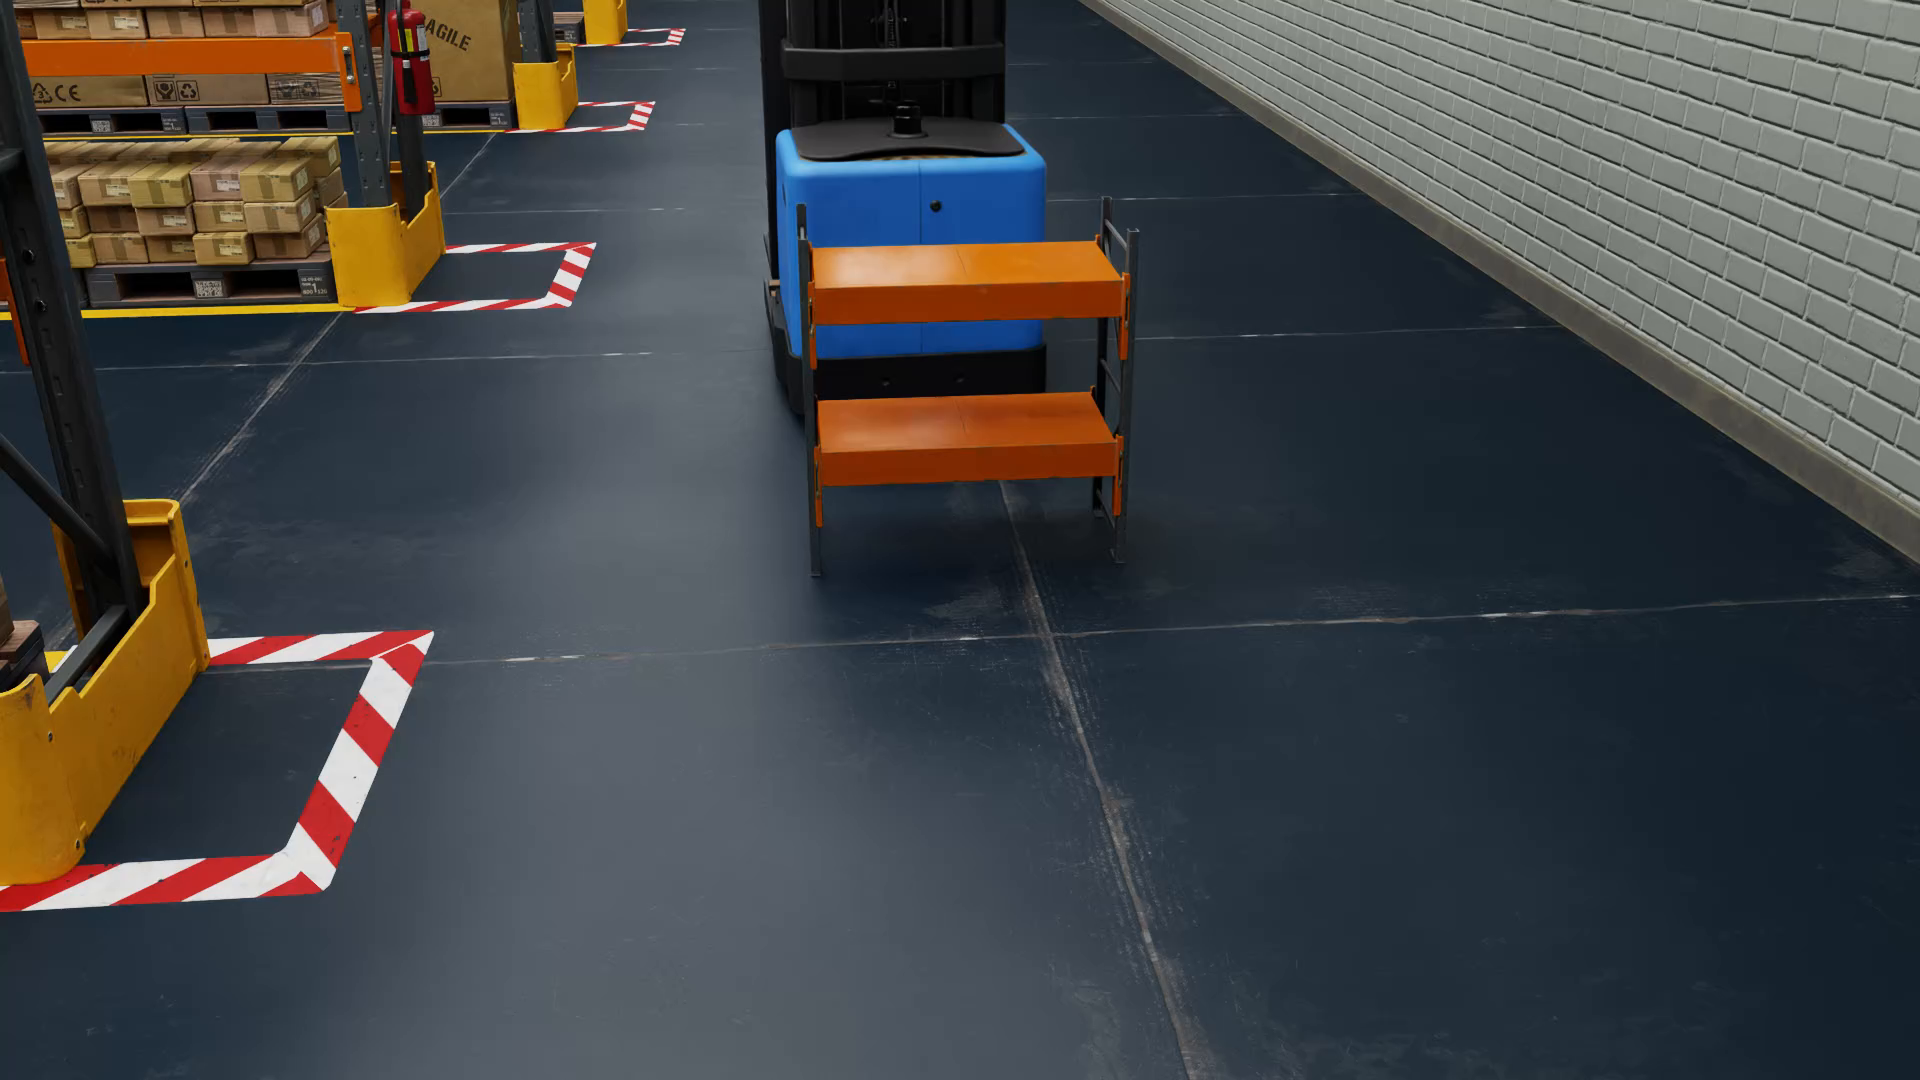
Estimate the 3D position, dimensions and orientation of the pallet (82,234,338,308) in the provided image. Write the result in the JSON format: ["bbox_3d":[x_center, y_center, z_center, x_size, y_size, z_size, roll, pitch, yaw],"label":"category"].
[{"bbox_3d":[-3.843,-1.491,8.846,1.213,0.211,1.003,-2,24,-5],"label":"pallet"}]

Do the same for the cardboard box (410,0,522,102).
[{"bbox_3d":[-3.971,-3.959,13.062,0.875,0.875,0.875,-2,24,-5],"label":"cardboard box"}]

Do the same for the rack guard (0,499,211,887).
[{"bbox_3d":[-2.344,0.351,4.344,0.348,0.500,1.175,-2,24,-5],"label":"rack guard"}]

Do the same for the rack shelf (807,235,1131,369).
[{"bbox_3d":[0.007,-0.782,5.403,1.000,0.278,0.538,-2,24,-5],"label":"rack shelf"}]

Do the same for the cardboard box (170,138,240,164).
[{"bbox_3d":[-4.036,-2.046,8.921,0.250,0.149,0.380,-2,24,-5],"label":"cardboard box"}]

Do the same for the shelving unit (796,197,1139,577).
[{"bbox_3d":[0.007,-0.514,5.522,1.048,1.125,0.538,-2,24,-5],"label":"shelving unit"}]

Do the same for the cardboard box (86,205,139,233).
[{"bbox_3d":[-4.247,-1.685,8.474,0.250,0.149,0.380,-3,24,-6],"label":"cardboard box"}]

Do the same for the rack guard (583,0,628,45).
[{"bbox_3d":[-3.806,-5.662,17.872,0.348,0.500,1.175,-2,24,-5],"label":"rack guard"}]

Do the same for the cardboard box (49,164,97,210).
[{"bbox_3d":[-4.484,-1.758,8.272,0.250,0.149,0.380,-1,24,-3],"label":"cardboard box"}]

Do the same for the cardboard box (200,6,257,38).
[{"bbox_3d":[-3.503,-2.550,8.103,0.250,0.149,0.380,-2,24,-5],"label":"cardboard box"}]

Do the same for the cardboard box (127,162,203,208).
[{"bbox_3d":[-3.958,-1.776,8.313,0.250,0.149,0.380,-3,24,-6],"label":"cardboard box"}]

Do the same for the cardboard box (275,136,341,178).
[{"bbox_3d":[-3.510,-2.064,8.962,0.250,0.149,0.380,-3,24,-8],"label":"cardboard box"}]

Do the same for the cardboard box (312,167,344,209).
[{"bbox_3d":[-3.502,-1.895,8.946,0.250,0.149,0.380,-1,24,-3],"label":"cardboard box"}]

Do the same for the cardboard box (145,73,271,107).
[{"bbox_3d":[-5.762,-3.887,12.901,0.875,0.875,0.875,-2,24,-5],"label":"cardboard box"}]

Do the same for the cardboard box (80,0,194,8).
[{"bbox_3d":[-3.890,-2.828,7.930,0.500,0.500,0.500,-3,24,-6],"label":"cardboard box"}]

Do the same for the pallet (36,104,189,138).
[{"bbox_3d":[-6.558,-3.360,13.051,1.213,0.211,1.003,-2,24,-5],"label":"pallet"}]

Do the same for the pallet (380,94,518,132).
[{"bbox_3d":[-4.130,-3.458,13.270,1.213,0.211,1.003,-2,24,-5],"label":"pallet"}]

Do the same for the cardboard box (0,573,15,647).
[{"bbox_3d":[-3.015,0.256,4.119,0.875,0.438,0.875,-3,24,-7],"label":"cardboard box"}]

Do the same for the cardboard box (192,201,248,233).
[{"bbox_3d":[-3.718,-1.687,8.479,0.250,0.149,0.380,-3,24,-6],"label":"cardboard box"}]

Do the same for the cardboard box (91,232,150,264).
[{"bbox_3d":[-4.220,-1.529,8.489,0.250,0.149,0.380,-2,24,-5],"label":"cardboard box"}]

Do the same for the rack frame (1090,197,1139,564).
[{"bbox_3d":[0.513,-0.535,5.568,0.032,1.125,0.500,-2,24,-5],"label":"rack frame"}]

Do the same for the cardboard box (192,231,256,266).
[{"bbox_3d":[-3.705,-1.519,8.468,0.250,0.149,0.380,-2,24,-4],"label":"cardboard box"}]

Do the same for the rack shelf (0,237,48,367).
[{"bbox_3d":[-4.358,-0.381,3.801,4.000,0.370,1.077,-2,24,-5],"label":"rack shelf"}]

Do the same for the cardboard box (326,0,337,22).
[{"bbox_3d":[-3.310,-2.792,8.647,0.250,0.149,0.380,-2,24,-6],"label":"cardboard box"}]

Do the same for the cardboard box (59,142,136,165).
[{"bbox_3d":[-4.551,-1.996,8.807,0.250,0.149,0.380,-1,24,-3],"label":"cardboard box"}]

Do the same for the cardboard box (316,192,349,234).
[{"bbox_3d":[-3.508,-1.784,9.065,0.250,0.149,0.380,-2,24,-4],"label":"cardboard box"}]

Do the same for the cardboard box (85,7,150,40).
[{"bbox_3d":[-4.003,-2.514,8.023,0.250,0.149,0.380,-2,24,-4],"label":"cardboard box"}]

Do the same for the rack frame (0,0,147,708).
[{"bbox_3d":[-2.368,-0.790,3.834,0.127,3.000,1.000,-2,24,-5],"label":"rack frame"}]

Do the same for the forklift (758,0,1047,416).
[{"bbox_3d":[-0.378,-2.404,7.549,1.130,2.935,3.031,-4,24,-8],"label":"forklift"}]

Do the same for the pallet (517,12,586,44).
[{"bbox_3d":[-4.653,-5.506,17.878,1.213,0.211,1.003,-2,24,-5],"label":"pallet"}]

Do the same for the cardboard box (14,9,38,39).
[{"bbox_3d":[-4.542,-2.529,8.056,0.250,0.149,0.380,-3,24,-7],"label":"cardboard box"}]

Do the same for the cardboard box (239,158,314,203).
[{"bbox_3d":[-3.457,-1.824,8.422,0.250,0.149,0.380,-2,24,-5],"label":"cardboard box"}]
